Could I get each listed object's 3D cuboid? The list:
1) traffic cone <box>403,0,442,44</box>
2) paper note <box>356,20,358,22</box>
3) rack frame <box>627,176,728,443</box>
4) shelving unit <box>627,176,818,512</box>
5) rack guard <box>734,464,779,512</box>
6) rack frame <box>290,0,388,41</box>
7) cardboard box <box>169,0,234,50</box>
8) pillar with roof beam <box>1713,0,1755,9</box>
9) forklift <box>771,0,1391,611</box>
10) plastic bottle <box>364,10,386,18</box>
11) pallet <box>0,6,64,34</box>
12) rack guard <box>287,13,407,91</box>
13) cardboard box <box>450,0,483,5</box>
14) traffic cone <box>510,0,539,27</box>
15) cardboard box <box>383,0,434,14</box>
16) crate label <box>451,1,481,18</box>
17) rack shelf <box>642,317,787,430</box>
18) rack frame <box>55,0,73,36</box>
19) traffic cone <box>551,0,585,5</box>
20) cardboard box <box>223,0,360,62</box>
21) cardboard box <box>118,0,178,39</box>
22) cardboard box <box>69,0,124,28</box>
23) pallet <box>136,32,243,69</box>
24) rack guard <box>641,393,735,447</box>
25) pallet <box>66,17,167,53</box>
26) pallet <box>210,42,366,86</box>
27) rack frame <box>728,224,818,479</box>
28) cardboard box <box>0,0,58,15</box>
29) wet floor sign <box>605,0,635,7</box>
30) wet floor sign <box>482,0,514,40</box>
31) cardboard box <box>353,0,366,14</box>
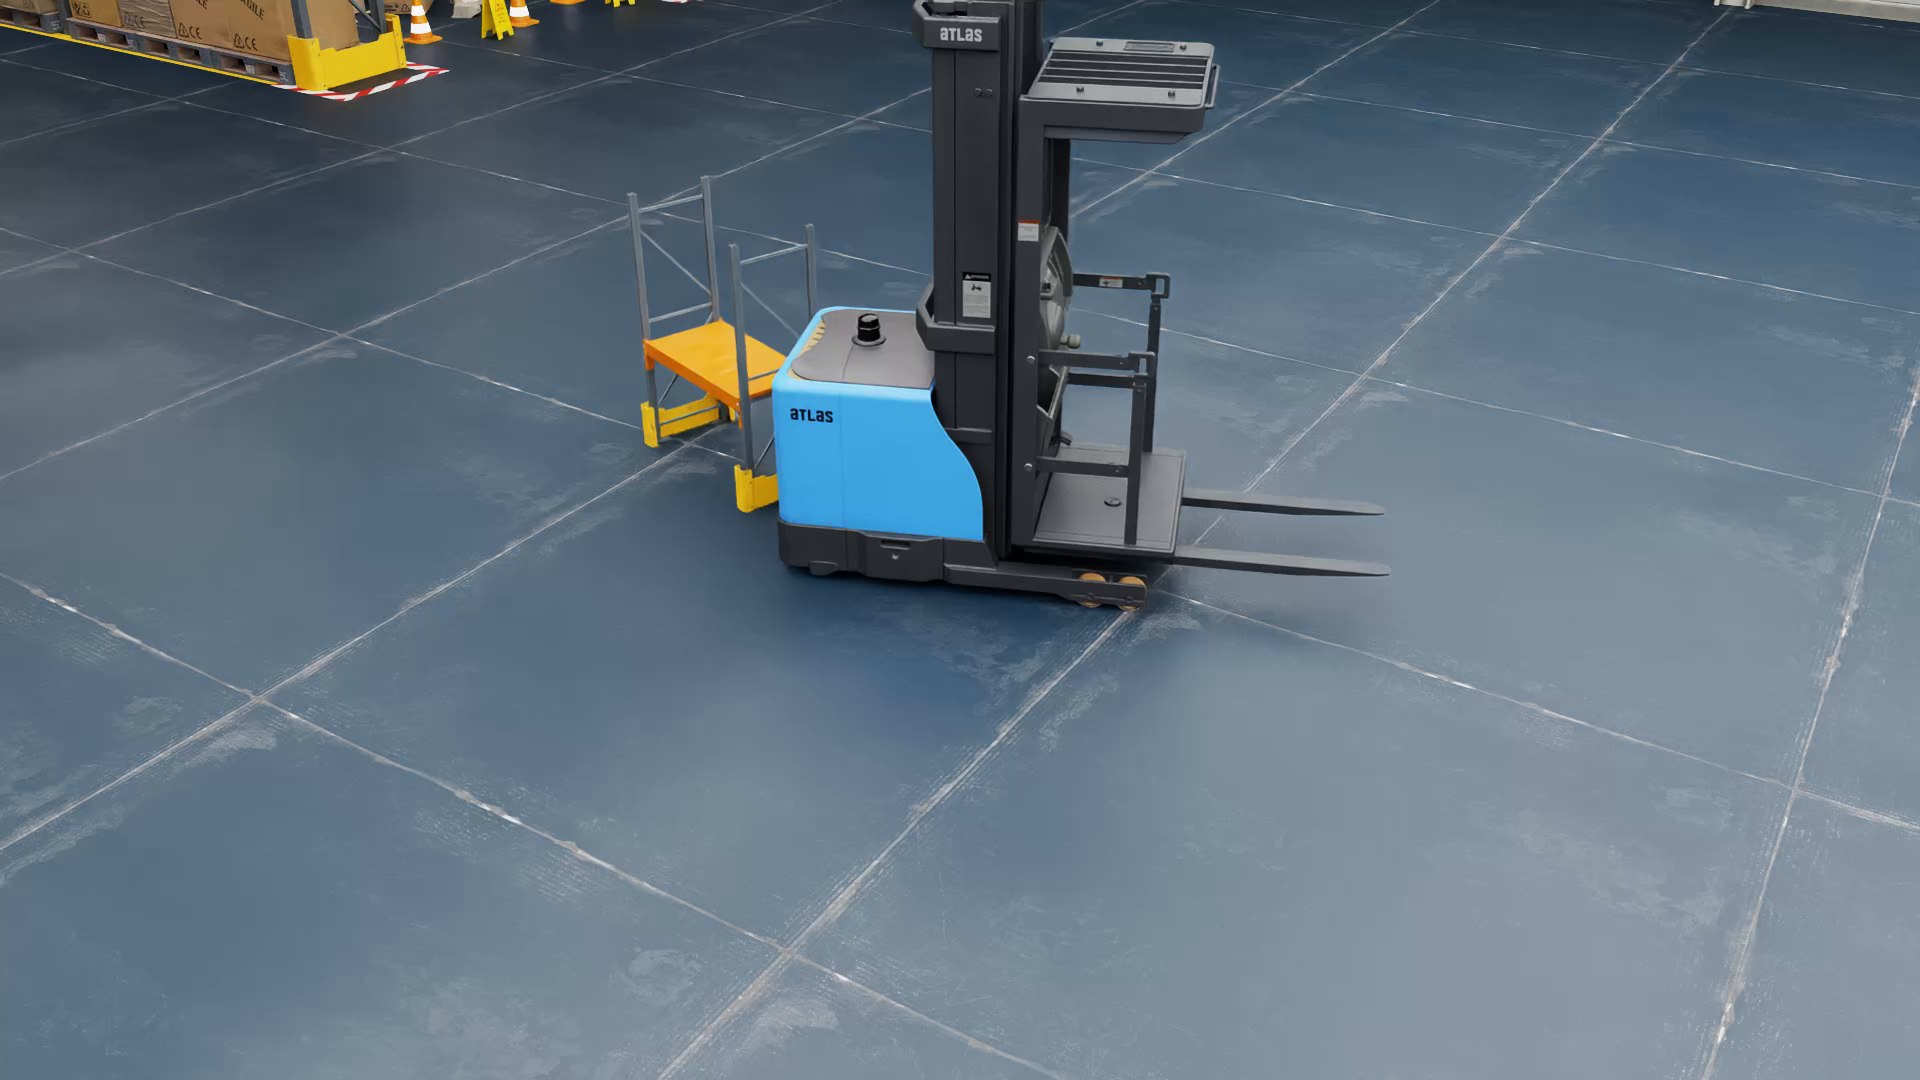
[{"bbox_3d":[-5.833,-5.630,17.941,0.334,0.463,0.336,18,35,27],"label":"traffic cone"},{"bbox_3d":[-6.837,-5.870,18.803,0.032,0.001,0.123,-15,33,-24],"label":"paper note"},{"bbox_3d":[-1.596,-1.294,9.479,0.500,1.500,0.032,-22,37,-33],"label":"rack frame"},{"bbox_3d":[-1.281,-1.099,9.145,0.587,1.500,1.083,-22,37,-33],"label":"shelving unit"},{"bbox_3d":[-0.966,-0.364,9.126,0.587,0.250,0.087,-22,37,-33],"label":"rack guard"},{"bbox_3d":[-6.138,-5.977,16.019,0.127,3.000,1.000,18,35,27],"label":"rack frame"},{"bbox_3d":[-7.494,-5.629,17.114,0.875,0.875,0.875,17,34,27],"label":"cardboard box"},{"bbox_3d":[6.808,-8.347,14.127,0.400,9.000,9.100,18,35,27],"label":"pillar with roof beam"},{"bbox_3d":[0.646,-1.208,7.912,3.031,2.935,1.130,5,31,9],"label":"forklift"},{"bbox_3d":[-6.702,-5.994,18.963,0.283,0.061,0.133,6,31,10],"label":"plastic bottle"},{"bbox_3d":[-10.220,-6.019,18.857,1.213,0.211,1.003,18,35,27],"label":"pallet"},{"bbox_3d":[-6.118,-4.891,16.638,0.348,0.500,1.175,18,35,27],"label":"rack guard"},{"bbox_3d":[-5.776,-6.374,19.529,0.380,0.149,0.250,-15,33,-24],"label":"cardboard box"},{"bbox_3d":[-4.945,-6.021,18.611,0.334,0.463,0.336,18,35,27],"label":"traffic cone"},{"bbox_3d":[-6.426,-6.429,19.270,0.637,0.503,0.797,-4,30,-7],"label":"cardboard box"},{"bbox_3d":[-5.643,-6.064,19.009,0.298,0.136,0.250,1,30,2],"label":"crate label"},{"bbox_3d":[-1.275,-0.940,9.229,0.538,0.185,1.000,-22,37,-33],"label":"rack shelf"},{"bbox_3d":[-9.526,-7.049,17.855,0.127,3.000,1.000,18,35,27],"label":"rack frame"},{"bbox_3d":[-4.642,-6.586,19.579,0.334,0.463,0.336,18,35,27],"label":"traffic cone"},{"bbox_3d":[-6.748,-5.394,16.711,0.875,0.875,0.875,18,35,28],"label":"cardboard box"},{"bbox_3d":[-8.265,-5.874,17.534,0.875,0.875,0.875,18,35,28],"label":"cardboard box"},{"bbox_3d":[-9.031,-6.114,17.945,0.875,0.875,0.875,18,35,28],"label":"cardboard box"},{"bbox_3d":[-7.886,-5.281,17.592,1.213,0.211,1.003,18,35,27],"label":"pallet"},{"bbox_3d":[-1.595,-0.753,9.793,0.587,0.250,0.087,-22,37,-33],"label":"rack guard"},{"bbox_3d":[-8.924,-5.607,18.152,1.213,0.211,1.003,18,35,27],"label":"pallet"},{"bbox_3d":[-6.857,-4.953,17.031,1.213,0.211,1.003,18,35,27],"label":"pallet"},{"bbox_3d":[-0.954,-0.896,8.798,0.500,1.500,0.032,-22,37,-33],"label":"rack frame"},{"bbox_3d":[-10.100,-6.386,18.536,0.750,0.750,1.050,17,34,27],"label":"cardboard box"},{"bbox_3d":[-4.000,-6.592,19.410,0.267,0.644,0.232,-21,36,-32],"label":"wet floor sign"},{"bbox_3d":[-5.061,-5.797,18.047,0.232,0.644,0.267,12,32,19],"label":"wet floor sign"},{"bbox_3d":[-7.091,-6.193,19.103,0.258,0.266,0.396,24,38,35],"label":"cardboard box"}]
